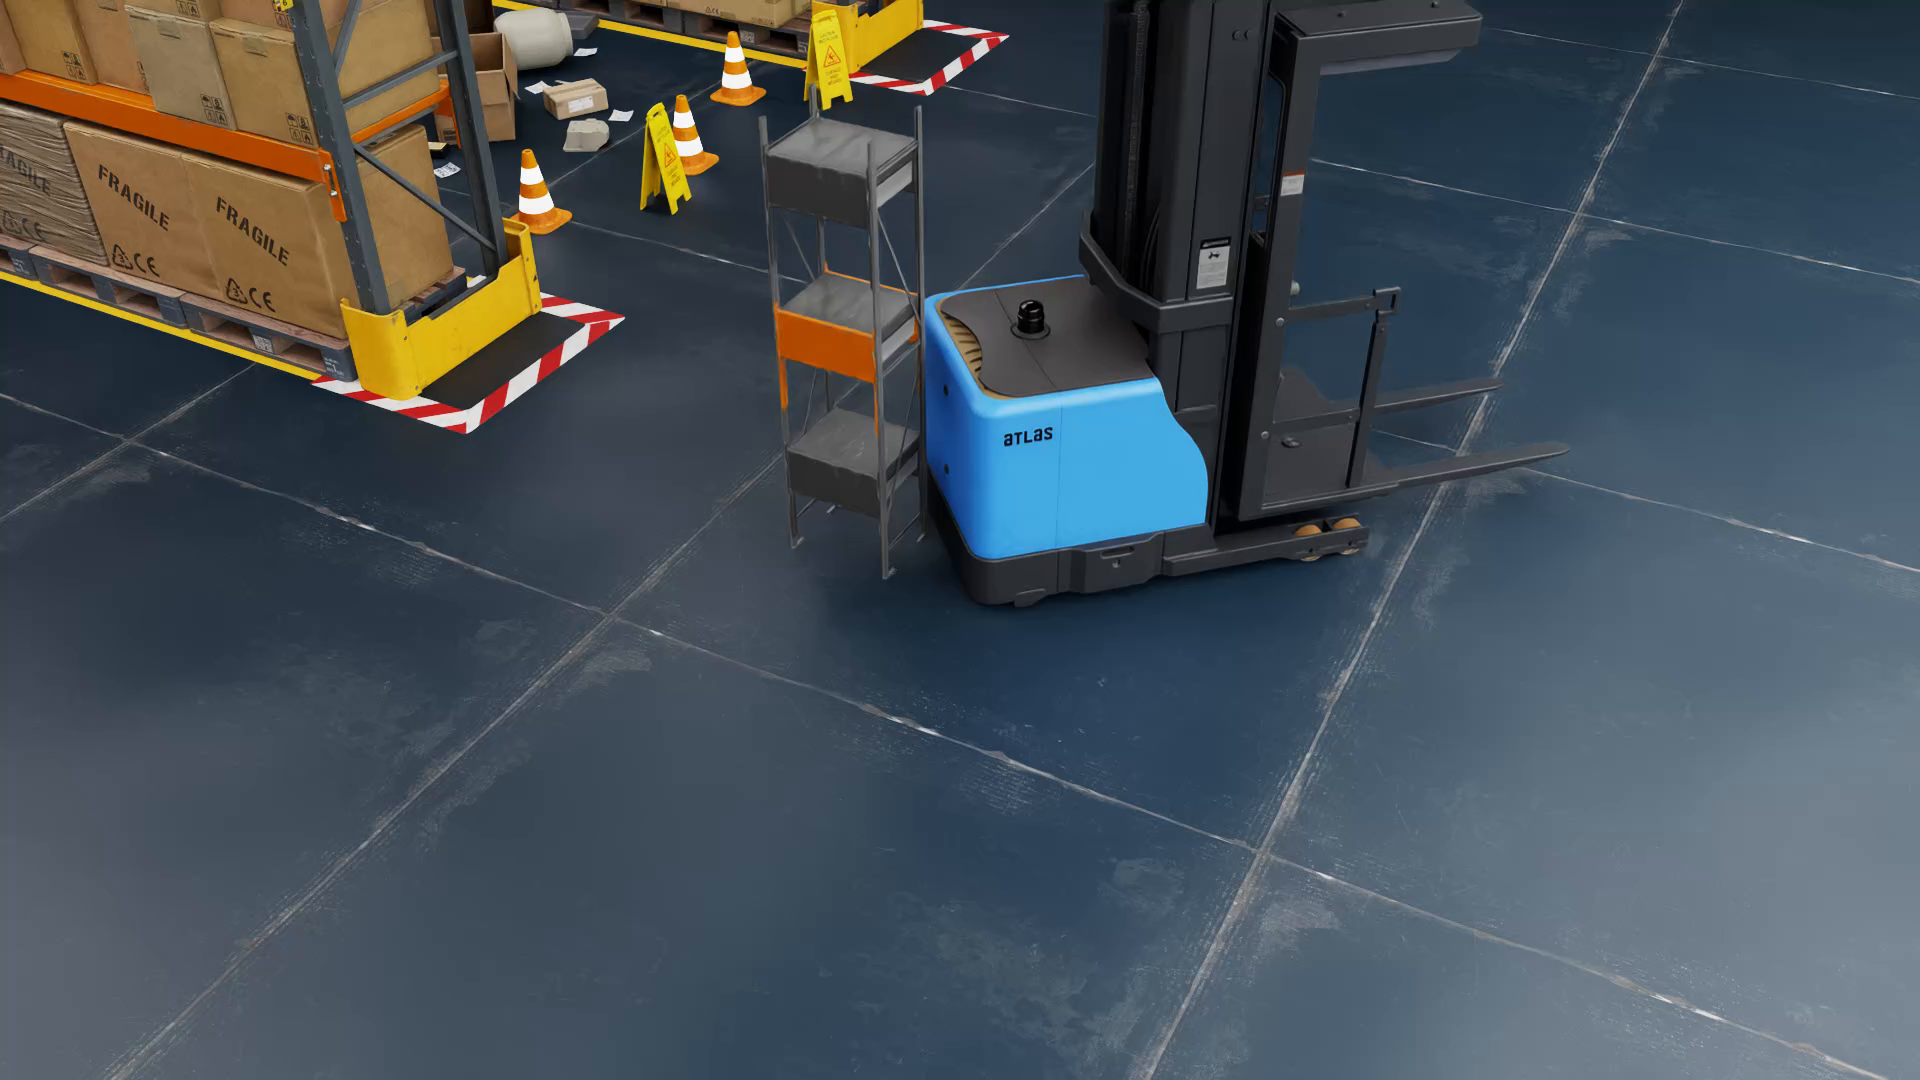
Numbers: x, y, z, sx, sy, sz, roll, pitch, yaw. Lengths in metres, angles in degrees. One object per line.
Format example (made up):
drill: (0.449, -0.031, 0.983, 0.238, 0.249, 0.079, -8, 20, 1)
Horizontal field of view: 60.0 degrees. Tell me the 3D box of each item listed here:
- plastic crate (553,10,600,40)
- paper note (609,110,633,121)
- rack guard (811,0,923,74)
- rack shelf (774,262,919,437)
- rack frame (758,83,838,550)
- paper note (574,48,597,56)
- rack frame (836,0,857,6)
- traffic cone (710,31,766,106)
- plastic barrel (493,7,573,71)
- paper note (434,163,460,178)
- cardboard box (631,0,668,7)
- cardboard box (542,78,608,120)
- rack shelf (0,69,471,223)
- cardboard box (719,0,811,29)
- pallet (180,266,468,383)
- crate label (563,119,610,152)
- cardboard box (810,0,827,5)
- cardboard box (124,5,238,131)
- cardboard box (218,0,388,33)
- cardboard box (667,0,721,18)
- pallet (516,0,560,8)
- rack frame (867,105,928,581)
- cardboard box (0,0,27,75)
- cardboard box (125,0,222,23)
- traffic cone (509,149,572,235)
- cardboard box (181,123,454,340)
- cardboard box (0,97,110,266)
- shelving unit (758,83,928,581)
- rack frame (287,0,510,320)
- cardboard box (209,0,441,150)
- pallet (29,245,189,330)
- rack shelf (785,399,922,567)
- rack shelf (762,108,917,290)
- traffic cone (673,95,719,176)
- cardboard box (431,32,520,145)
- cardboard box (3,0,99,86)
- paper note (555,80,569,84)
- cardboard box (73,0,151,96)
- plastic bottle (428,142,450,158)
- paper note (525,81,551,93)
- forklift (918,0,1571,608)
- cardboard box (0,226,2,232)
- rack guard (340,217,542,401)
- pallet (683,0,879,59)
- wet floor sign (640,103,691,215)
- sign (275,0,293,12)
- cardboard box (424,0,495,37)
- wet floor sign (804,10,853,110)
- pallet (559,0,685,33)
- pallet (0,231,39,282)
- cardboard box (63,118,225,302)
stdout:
plastic crate: (-3.154, -4.037, 13.002, 0.583, 0.080, 0.402, 4, 37, 6)
paper note: (-2.374, -2.976, 11.645, 0.142, 0.019, 0.148, 4, 37, 6)
rack guard: (-0.686, -3.990, 12.592, 0.348, 0.500, 1.175, 17, 41, 21)
rack shelf: (-0.465, -0.819, 7.114, 0.480, 0.518, 0.431, 18, 41, 22)
rack frame: (-0.681, -0.898, 7.197, 0.015, 2.100, 0.400, 18, 41, 22)
paper note: (-2.837, -3.704, 12.604, 0.148, 0.019, 0.142, 4, 37, 6)
rack frame: (-0.619, -4.964, 11.809, 0.127, 3.000, 1.000, 17, 41, 21)
traffic cone: (-1.594, -3.381, 11.821, 0.334, 0.463, 0.336, 17, 41, 21)
plastic barrel: (-3.149, -3.699, 12.274, 0.512, 0.421, 0.421, -14, 39, -18)
paper note: (-3.380, -2.431, 10.929, 0.144, 0.017, 0.142, -29, 46, -33)
cardboard box: (-2.384, -4.407, 13.002, 0.500, 0.250, 0.500, 16, 40, 20)
cardboard box: (-2.711, -3.108, 11.722, 0.380, 0.149, 0.250, -21, 42, -25)
rack shelf: (-4.582, -2.548, 9.221, 4.000, 0.370, 1.077, 17, 41, 21)
cardboard box: (-1.482, -4.123, 12.628, 0.500, 0.250, 0.500, 17, 40, 21)
pallet: (-3.552, -1.348, 9.351, 1.213, 0.211, 1.003, 17, 41, 21)
crate label: (-2.529, -2.746, 11.254, 0.298, 0.136, 0.250, -2, 37, -2)
cardboard box: (-1.208, -4.409, 13.004, 0.500, 0.250, 0.500, 17, 40, 21)
cardboard box: (-3.654, -2.558, 8.515, 0.550, 0.550, 0.875, 17, 41, 21)
cardboard box: (-3.117, -2.892, 8.062, 0.550, 0.550, 0.875, 17, 41, 21)
cardboard box: (-1.917, -4.265, 12.814, 0.500, 0.250, 0.500, 18, 41, 22)
pallet: (-3.558, -4.798, 13.896, 1.213, 0.211, 1.003, 17, 41, 21)
rack frame: (-0.250, -0.761, 7.015, 0.015, 2.100, 0.400, 18, 41, 22)
cardboard box: (-5.100, -3.000, 9.097, 0.550, 0.550, 0.875, 17, 41, 21)
cardboard box: (-3.648, -2.996, 8.198, 0.550, 0.550, 0.875, 17, 41, 21)
traffic cone: (-2.624, -2.178, 10.237, 0.334, 0.463, 0.336, 17, 41, 21)
cardboard box: (-3.438, -1.752, 8.988, 0.875, 0.875, 0.875, 18, 41, 22)
cardboard box: (-5.029, -2.251, 9.644, 0.875, 0.875, 0.875, 18, 41, 22)
shelving unit: (-0.465, -0.829, 7.106, 0.503, 2.100, 0.431, 18, 41, 22)
rack frame: (-2.806, -2.278, 8.271, 0.127, 3.000, 1.000, 17, 41, 21)
cardboard box: (-3.156, -2.417, 8.329, 0.550, 0.550, 0.875, 17, 41, 21)
pallet: (-4.631, -1.688, 9.799, 1.213, 0.211, 1.003, 17, 41, 21)
rack shelf: (-0.465, -0.261, 7.538, 0.480, 0.518, 0.431, 18, 41, 22)
rack shelf: (-0.465, -1.376, 6.691, 0.480, 0.518, 0.431, 18, 41, 22)
traffic cone: (-1.803, -2.690, 10.911, 0.334, 0.463, 0.336, 17, 41, 21)
cardboard box: (-3.343, -3.099, 11.416, 0.637, 0.503, 0.797, -8, 38, -10)
cardboard box: (-4.584, -2.907, 8.974, 0.500, 0.550, 0.875, 17, 41, 21)
paper note: (-2.901, -3.344, 12.147, 0.123, 0.001, 0.032, 17, 41, 21)
cardboard box: (-4.094, -2.781, 8.809, 0.550, 0.550, 0.875, 17, 41, 21)
plastic bottle: (-3.578, -2.617, 11.148, 0.283, 0.061, 0.133, 4, 37, 6)
paper note: (-3.059, -3.288, 12.066, 0.148, 0.019, 0.142, -29, 46, -33)
forklift: (1.376, -1.367, 7.126, 3.031, 2.935, 1.130, -10, 38, -13)
cardboard box: (-5.831, -2.499, 9.971, 0.875, 0.875, 0.875, 18, 41, 22)
rack guard: (-2.784, -1.276, 9.018, 0.348, 0.500, 1.175, 17, 41, 21)
pallet: (-1.391, -4.119, 13.002, 1.213, 0.211, 1.003, 17, 41, 21)
wet floor sign: (-1.869, -2.396, 10.372, 0.232, 0.644, 0.267, 11, 38, 14)
sign: (-3.067, -2.546, 7.470, 0.005, 0.325, 0.100, 17, 41, 21)
cardboard box: (-3.845, -4.053, 12.674, 0.500, 0.500, 0.500, -14, 39, -18)
wet floor sign: (-0.942, -3.399, 11.694, 0.267, 0.644, 0.232, -29, 46, -33)
pallet: (-2.471, -4.459, 13.450, 1.213, 0.211, 1.003, 17, 41, 21)
pallet: (-5.718, -2.026, 10.245, 1.213, 0.211, 1.003, 17, 41, 21)
cardboard box: (-4.220, -1.996, 9.309, 0.875, 0.875, 0.875, 17, 40, 21)
